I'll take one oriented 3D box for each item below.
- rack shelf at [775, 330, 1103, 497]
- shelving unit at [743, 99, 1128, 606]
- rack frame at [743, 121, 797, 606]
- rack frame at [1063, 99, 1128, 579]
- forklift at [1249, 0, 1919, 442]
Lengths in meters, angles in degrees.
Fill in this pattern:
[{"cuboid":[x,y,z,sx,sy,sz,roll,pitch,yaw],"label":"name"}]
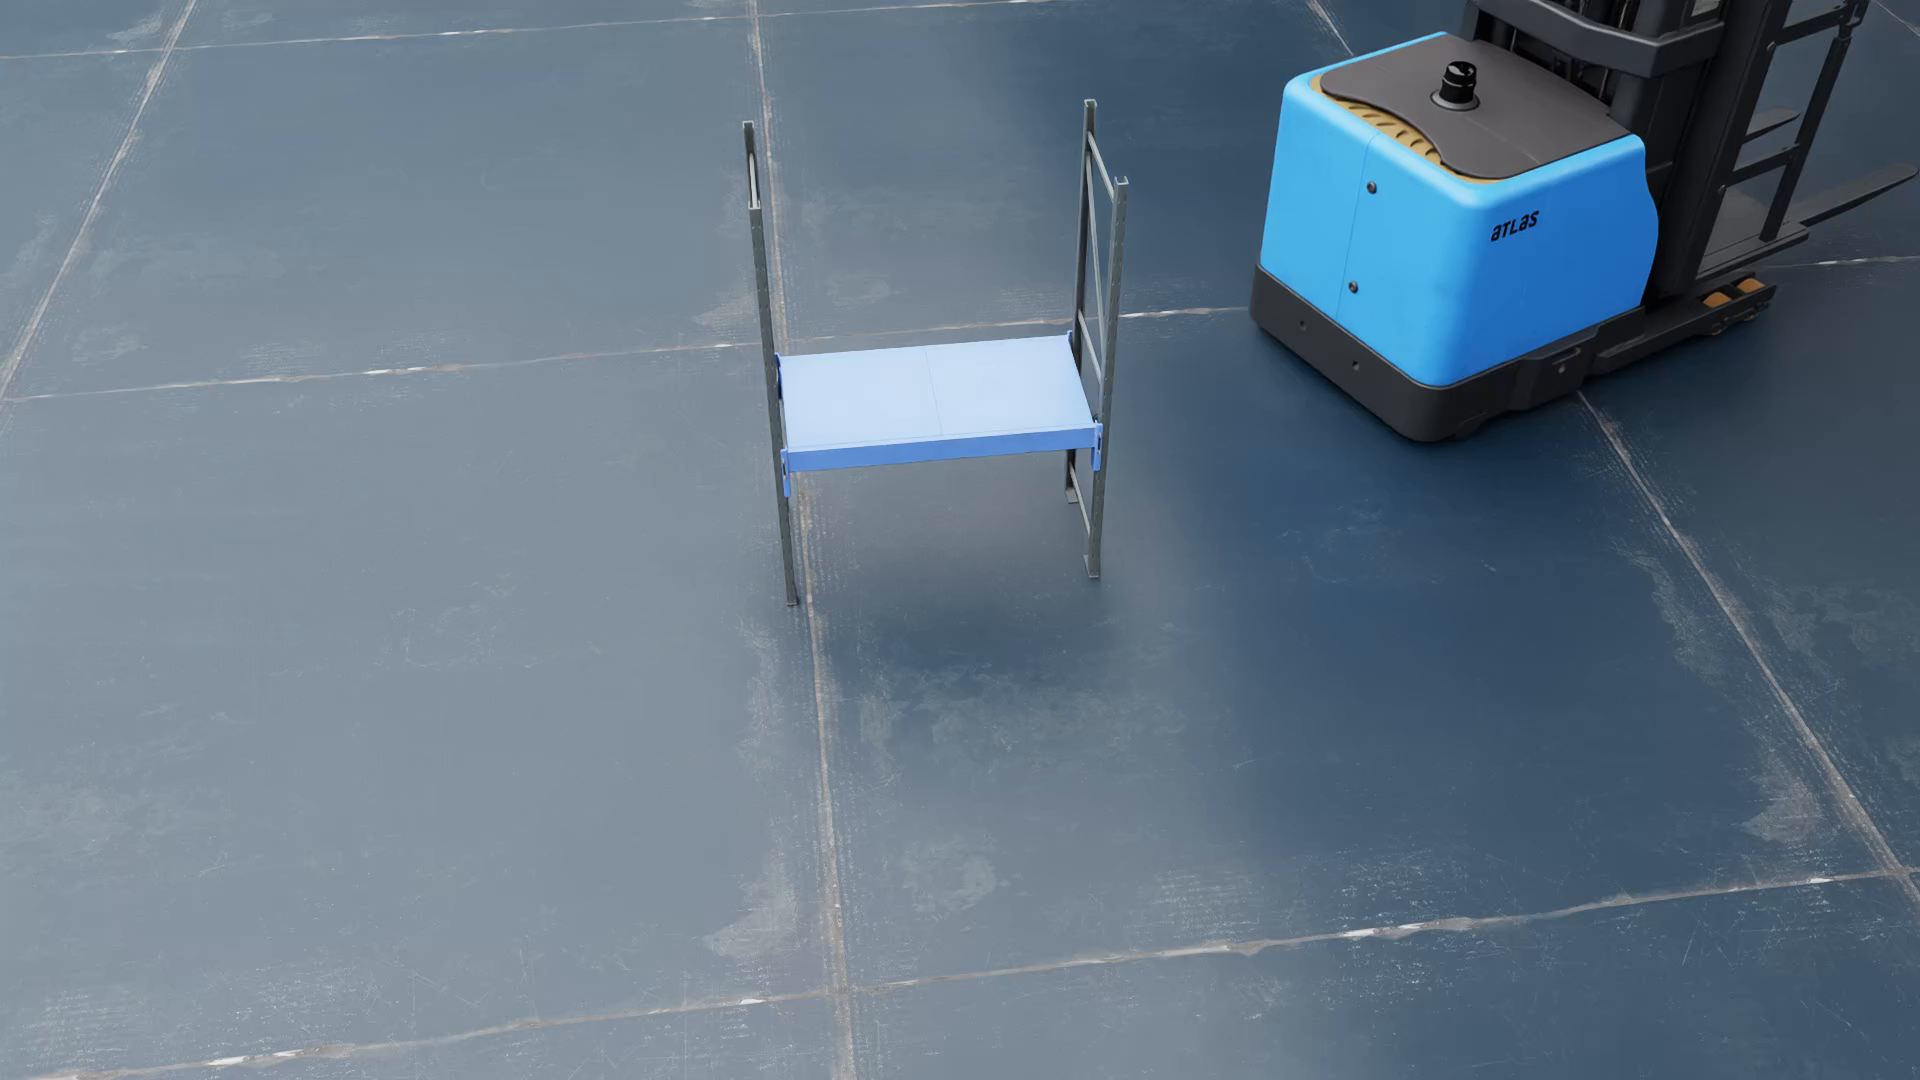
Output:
[{"cuboid":[-0.085,-0.416,5.360,1.000,0.185,0.538,-5,42,-6],"label":"rack shelf"},{"cuboid":[-0.085,-0.549,5.239,1.048,1.500,0.538,-5,42,-6],"label":"shelving unit"},{"cuboid":[-0.589,-0.505,5.190,0.032,1.500,0.500,-5,42,-6],"label":"rack frame"},{"cuboid":[0.419,-0.594,5.288,0.032,1.500,0.500,-5,42,-6],"label":"rack frame"},{"cuboid":[2.683,-2.191,5.990,3.031,2.935,1.130,-22,47,-23],"label":"forklift"}]
